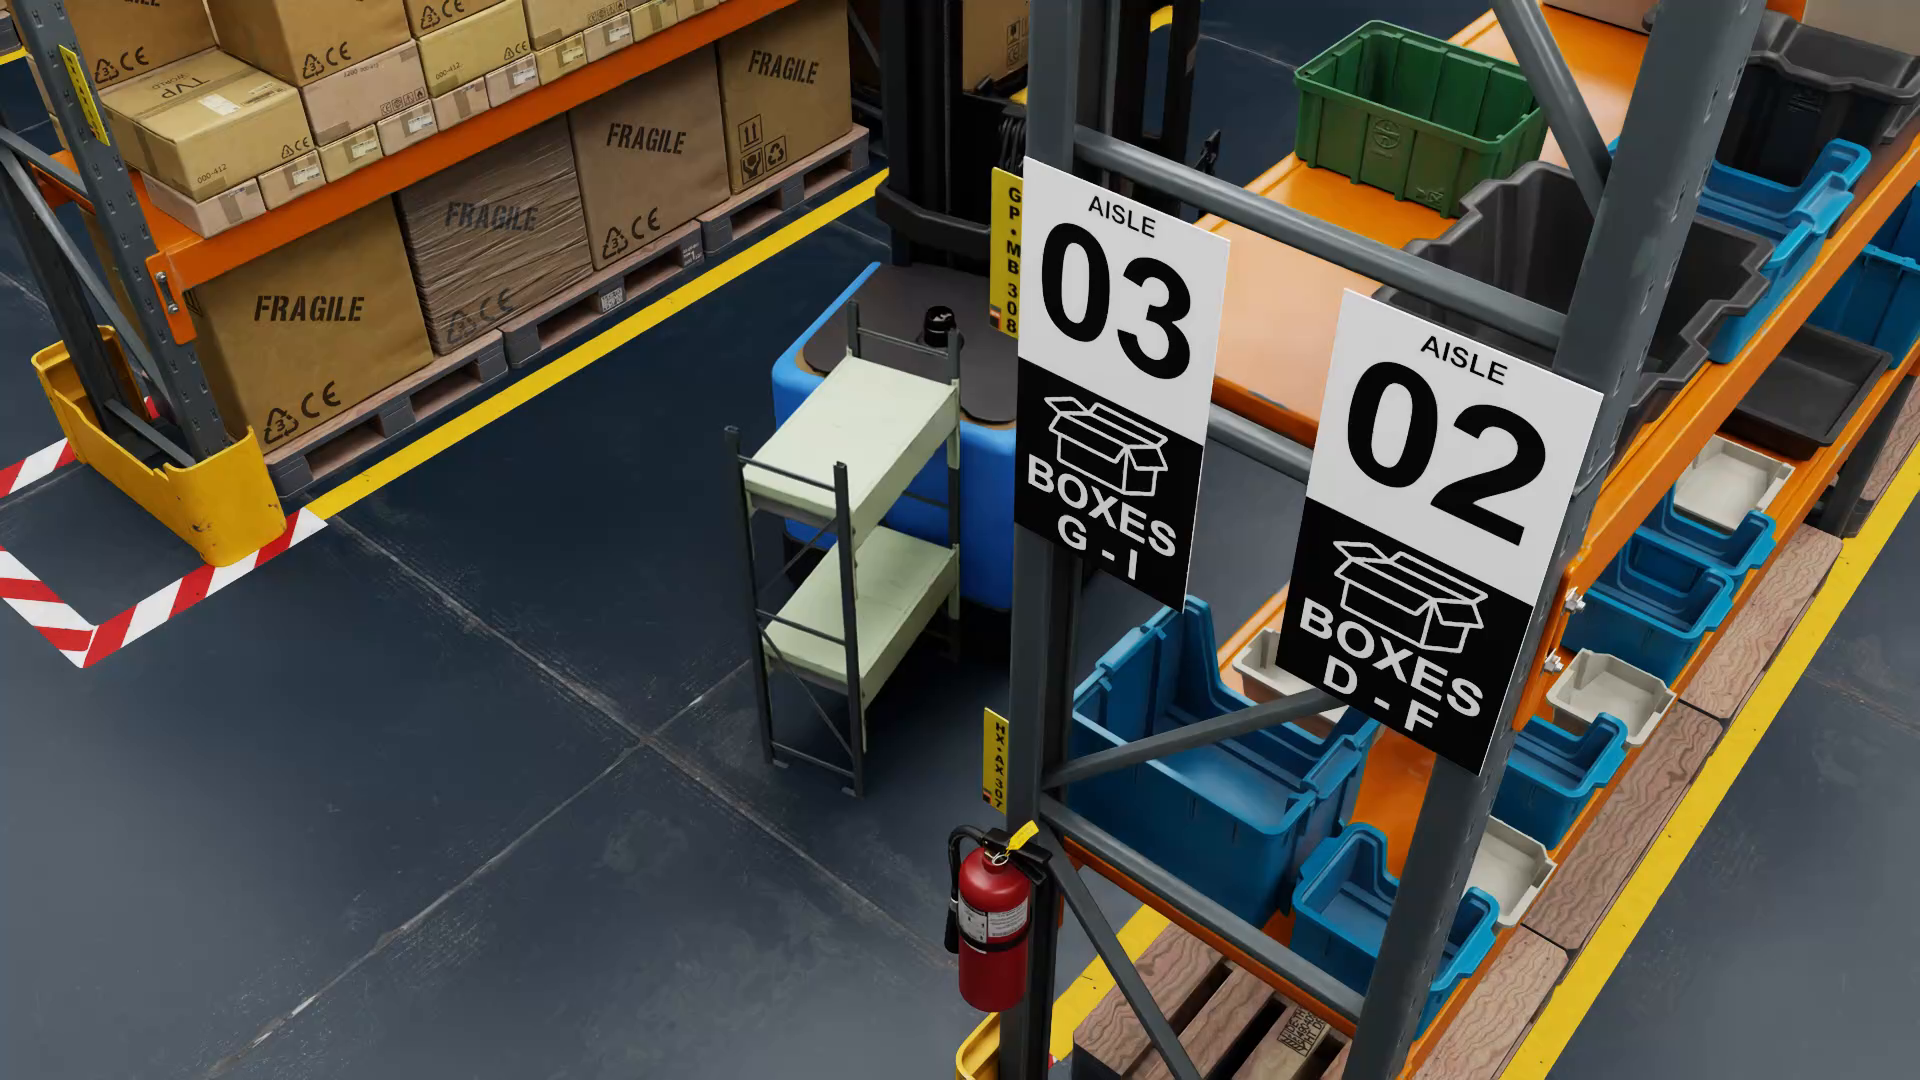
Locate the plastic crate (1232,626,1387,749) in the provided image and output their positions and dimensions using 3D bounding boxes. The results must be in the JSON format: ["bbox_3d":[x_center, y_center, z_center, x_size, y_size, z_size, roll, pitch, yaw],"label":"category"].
[{"bbox_3d":[0.912,0.386,4.247,0.396,0.136,0.243,29,50,28],"label":"plastic crate"}]

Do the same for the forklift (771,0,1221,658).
[{"bbox_3d":[0.423,-1.639,6.374,1.130,2.935,3.031,18,45,19],"label":"forklift"}]

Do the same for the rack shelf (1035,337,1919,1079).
[{"bbox_3d":[1.813,0.045,5.005,1.077,0.370,4.000,29,50,28],"label":"rack shelf"}]

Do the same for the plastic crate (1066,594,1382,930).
[{"bbox_3d":[0.598,0.521,3.877,0.616,0.435,0.499,29,50,28],"label":"plastic crate"}]

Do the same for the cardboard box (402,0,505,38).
[{"bbox_3d":[-2.099,-2.324,6.410,0.500,0.500,0.500,28,49,27],"label":"cardboard box"}]

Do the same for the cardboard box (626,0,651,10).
[{"bbox_3d":[-1.434,-2.578,7.246,0.500,0.250,0.500,31,50,29],"label":"cardboard box"}]

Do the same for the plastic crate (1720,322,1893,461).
[{"bbox_3d":[2.585,-0.478,5.206,0.437,0.125,0.590,29,50,28],"label":"plastic crate"}]

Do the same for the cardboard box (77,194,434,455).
[{"bbox_3d":[-2.915,-1.069,6.963,0.875,0.875,0.875,29,50,28],"label":"cardboard box"}]

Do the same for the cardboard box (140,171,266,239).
[{"bbox_3d":[-2.785,-1.282,6.117,0.380,0.149,0.250,30,50,29],"label":"cardboard box"}]

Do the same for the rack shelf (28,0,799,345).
[{"bbox_3d":[-1.978,-2.099,7.363,1.077,0.370,4.000,29,50,28],"label":"rack shelf"}]

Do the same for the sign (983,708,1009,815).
[{"bbox_3d":[0.094,0.519,3.828,0.100,0.325,0.005,29,50,28],"label":"sign"}]

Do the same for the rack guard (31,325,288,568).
[{"bbox_3d":[-3.281,-0.398,6.816,1.175,0.500,0.348,29,50,28],"label":"rack guard"}]

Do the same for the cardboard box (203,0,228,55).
[{"bbox_3d":[-2.830,-2.015,6.627,0.500,0.250,0.500,29,50,28],"label":"cardboard box"}]

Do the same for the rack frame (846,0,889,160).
[{"bbox_3d":[-0.691,-3.395,8.254,1.000,3.000,0.127,29,50,28],"label":"rack frame"}]

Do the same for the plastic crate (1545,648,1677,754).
[{"bbox_3d":[1.643,0.421,4.208,0.250,0.136,0.298,29,50,28],"label":"plastic crate"}]

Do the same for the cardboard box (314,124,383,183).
[{"bbox_3d":[-2.456,-1.547,6.408,0.380,0.149,0.250,28,49,28],"label":"cardboard box"}]

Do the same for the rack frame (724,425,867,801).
[{"bbox_3d":[-0.507,0.283,5.323,0.400,1.500,0.023,18,45,19],"label":"rack frame"}]

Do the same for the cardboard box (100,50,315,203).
[{"bbox_3d":[-2.750,-1.520,6.083,0.500,0.250,0.500,28,49,27],"label":"cardboard box"}]

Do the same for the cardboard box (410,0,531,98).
[{"bbox_3d":[-2.094,-2.048,6.663,0.500,0.250,0.500,28,49,27],"label":"cardboard box"}]

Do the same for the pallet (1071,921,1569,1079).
[{"bbox_3d":[1.086,1.433,5.017,1.003,0.211,1.213,29,50,28],"label":"pallet"}]

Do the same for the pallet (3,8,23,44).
[{"bbox_3d":[-5.613,-3.571,10.520,1.003,0.211,1.213,29,50,28],"label":"pallet"}]

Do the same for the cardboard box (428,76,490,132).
[{"bbox_3d":[-2.125,-1.812,6.700,0.380,0.149,0.250,29,49,28],"label":"cardboard box"}]

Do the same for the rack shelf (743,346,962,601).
[{"bbox_3d":[-0.345,-0.226,5.304,0.431,0.370,0.720,18,45,19],"label":"rack shelf"}]

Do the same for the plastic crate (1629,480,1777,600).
[{"bbox_3d":[1.977,0.032,4.565,0.416,0.233,0.300,29,50,28],"label":"plastic crate"}]

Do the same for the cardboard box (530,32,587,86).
[{"bbox_3d":[-1.796,-2.075,6.989,0.380,0.149,0.250,28,49,27],"label":"cardboard box"}]

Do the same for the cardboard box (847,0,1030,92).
[{"bbox_3d":[-0.295,-3.102,9.200,1.225,0.875,0.875,30,50,29],"label":"cardboard box"}]

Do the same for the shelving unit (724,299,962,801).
[{"bbox_3d":[-0.345,0.063,5.566,0.431,1.500,0.755,18,45,19],"label":"shelving unit"}]

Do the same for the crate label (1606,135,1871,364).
[{"bbox_3d":[1.366,-0.581,3.040,0.408,0.251,0.502,29,50,28],"label":"crate label"}]

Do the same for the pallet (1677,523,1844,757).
[{"bbox_3d":[2.656,0.177,6.399,1.003,0.211,1.213,29,50,28],"label":"pallet"}]

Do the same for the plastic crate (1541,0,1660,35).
[{"bbox_3d":[1.665,-1.375,3.998,0.437,0.136,0.530,29,50,28],"label":"plastic crate"}]

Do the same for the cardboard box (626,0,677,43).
[{"bbox_3d":[-1.464,-2.341,7.282,0.380,0.149,0.250,29,50,28],"label":"cardboard box"}]

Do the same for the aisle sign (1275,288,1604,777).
[{"bbox_3d":[0.706,0.013,2.574,0.394,0.787,0.004,29,50,28],"label":"aisle sign"}]

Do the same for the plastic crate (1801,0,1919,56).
[{"bbox_3d":[2.188,-1.264,3.769,0.437,0.282,0.530,29,50,28],"label":"plastic crate"}]

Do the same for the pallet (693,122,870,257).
[{"bbox_3d":[-1.241,-2.006,8.799,1.003,0.211,1.213,29,50,28],"label":"pallet"}]

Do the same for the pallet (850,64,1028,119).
[{"bbox_3d":[-0.252,-2.793,9.665,1.003,0.211,1.213,29,50,28],"label":"pallet"}]

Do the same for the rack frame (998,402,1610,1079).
[{"bbox_3d":[0.525,0.809,3.630,1.000,3.000,0.127,29,50,28],"label":"rack frame"}]

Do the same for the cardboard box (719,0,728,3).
[{"bbox_3d":[-1.133,-2.606,7.573,0.380,0.149,0.250,30,50,29],"label":"cardboard box"}]

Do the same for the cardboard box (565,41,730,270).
[{"bbox_3d":[-1.756,-1.996,7.982,0.875,0.875,0.875,29,50,28],"label":"cardboard box"}]

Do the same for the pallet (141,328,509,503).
[{"bbox_3d":[-2.811,-0.749,7.417,1.003,0.211,1.213,29,50,28],"label":"pallet"}]

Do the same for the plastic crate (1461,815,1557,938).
[{"bbox_3d":[1.206,0.771,3.824,0.250,0.136,0.298,29,50,28],"label":"plastic crate"}]
